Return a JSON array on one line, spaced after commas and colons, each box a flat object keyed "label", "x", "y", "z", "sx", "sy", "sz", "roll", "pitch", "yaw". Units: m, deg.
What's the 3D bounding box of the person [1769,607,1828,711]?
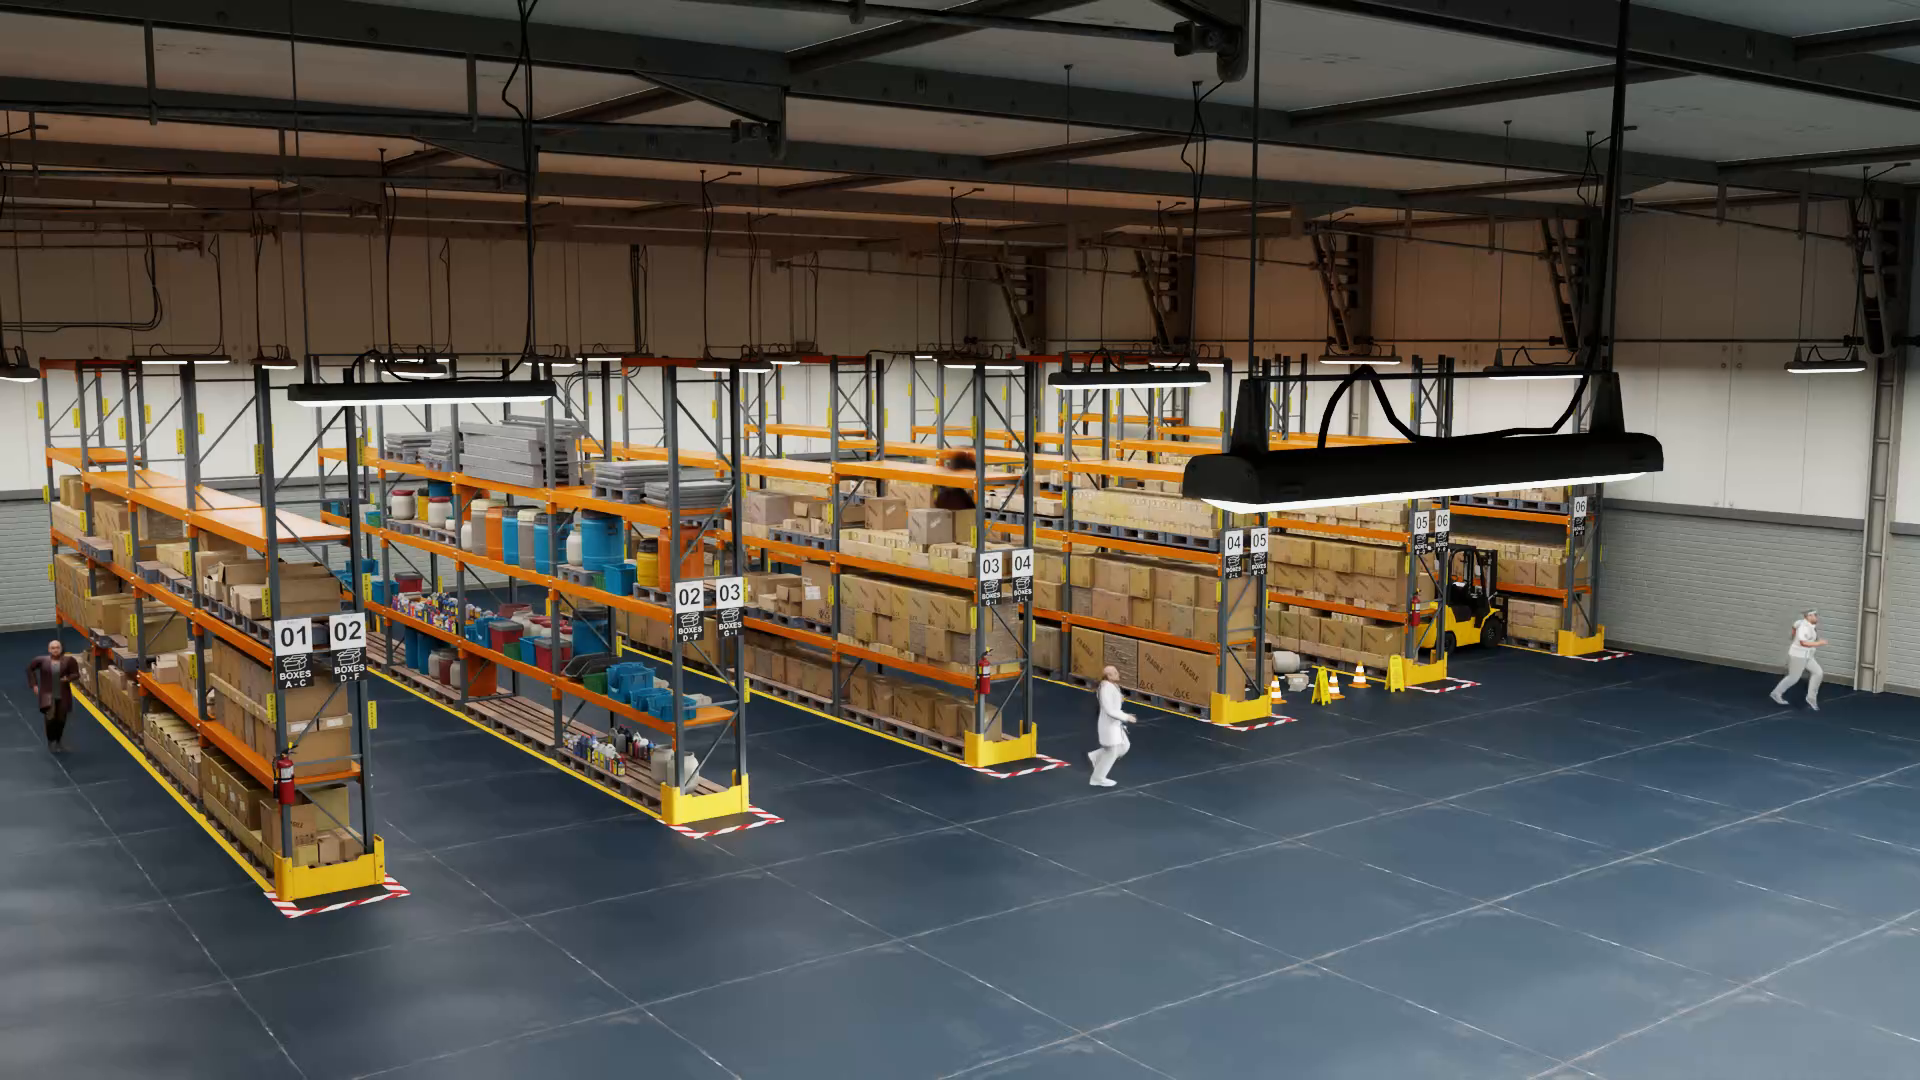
[{"label": "person", "x": 14.469, "y": 2.034, "z": 28.657, "sx": 0.879, "sy": 1.833, "sz": 0.687, "roll": 5, "pitch": 9, "yaw": 37}]

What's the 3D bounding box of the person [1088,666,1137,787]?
[{"label": "person", "x": 2.168, "y": 2.629, "z": 23.590, "sx": 0.701, "sy": 1.732, "sz": 0.734, "roll": 1, "pitch": 7, "yaw": 10}]

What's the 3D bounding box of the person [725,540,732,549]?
[{"label": "person", "x": -5.824, "y": 0.499, "z": 41.560, "sx": 0.664, "sy": 1.739, "sz": 0.881, "roll": 2, "pitch": 7, "yaw": 17}]

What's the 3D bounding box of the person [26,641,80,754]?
[{"label": "person", "x": -13.860, "y": 2.407, "z": 25.478, "sx": 0.691, "sy": 1.763, "sz": 0.799, "roll": -5, "pitch": 8, "yaw": -35}]
